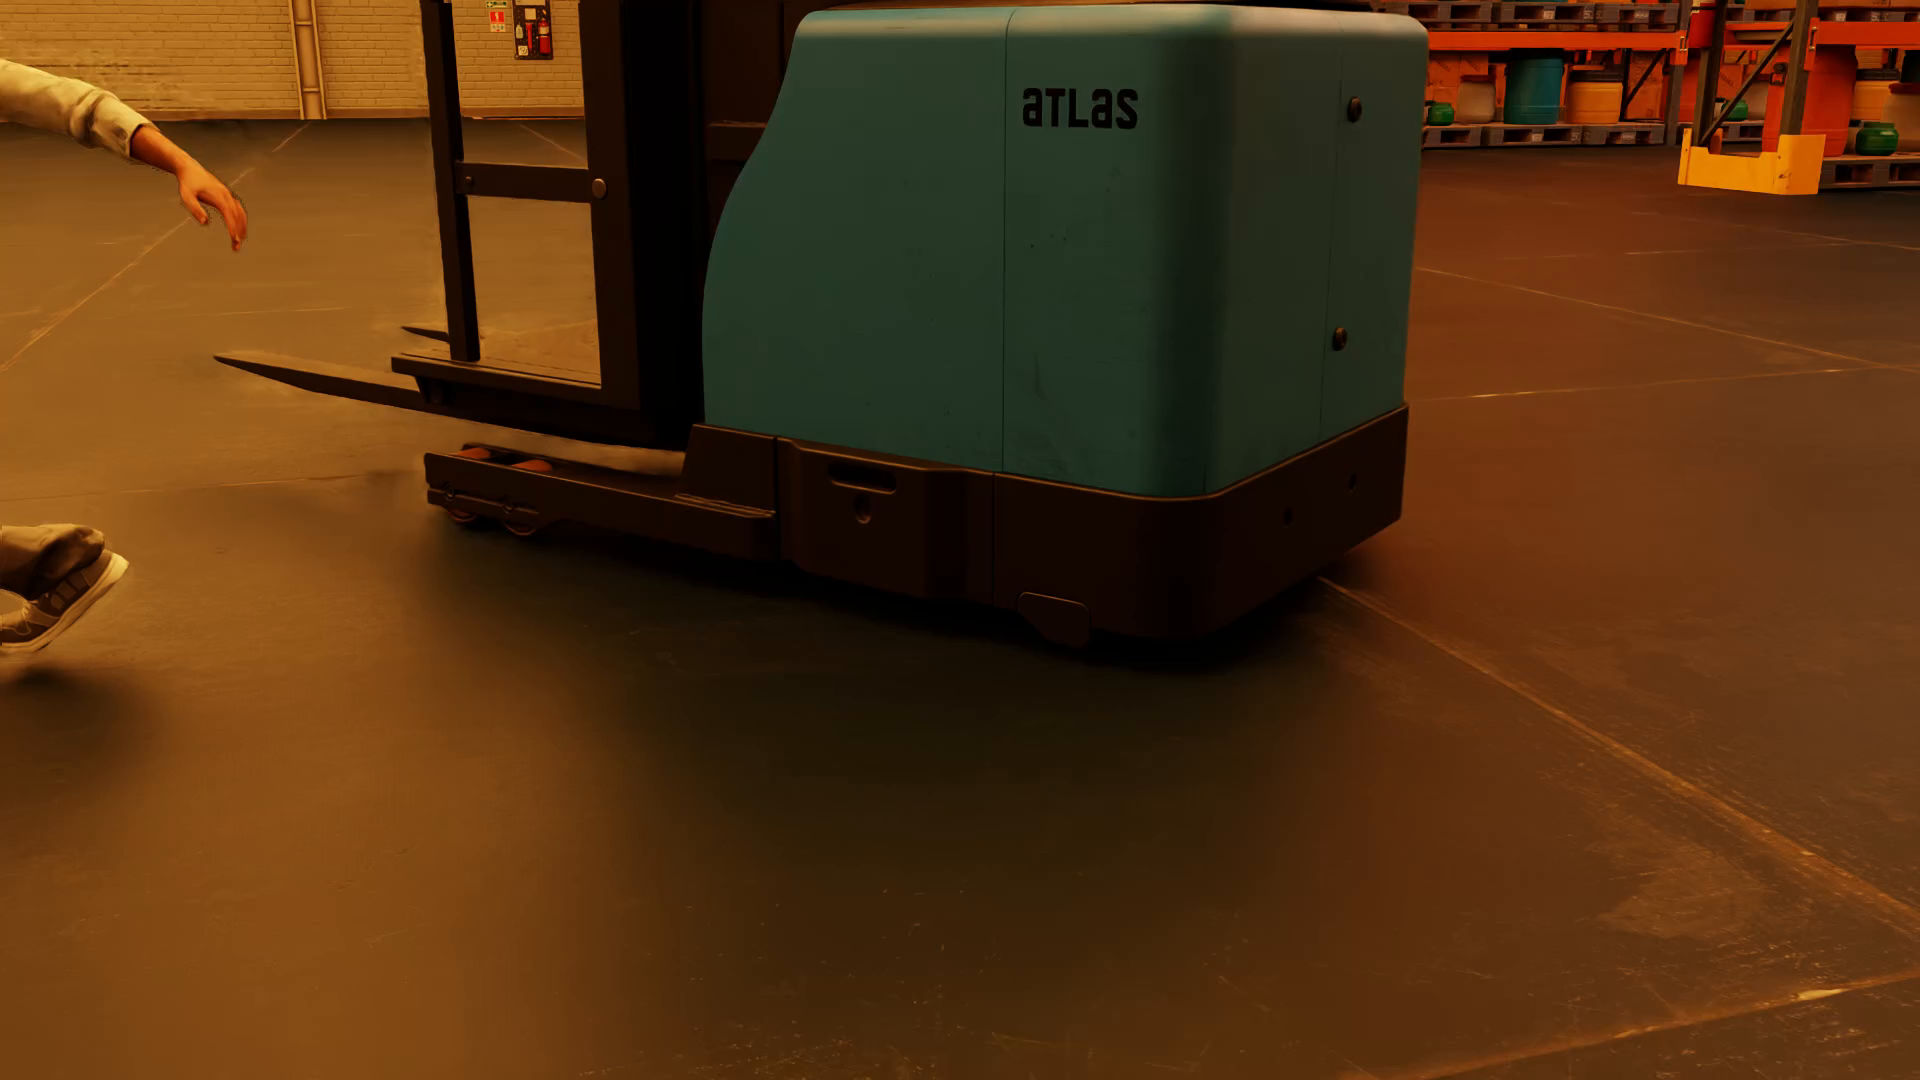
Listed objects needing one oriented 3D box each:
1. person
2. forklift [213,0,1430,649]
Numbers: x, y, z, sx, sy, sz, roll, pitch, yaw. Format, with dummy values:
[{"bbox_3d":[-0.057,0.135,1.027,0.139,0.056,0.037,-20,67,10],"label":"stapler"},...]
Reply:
[{"bbox_3d":[-1.546,-0.323,2.333,0.843,1.308,0.859,8,18,25],"label":"person"},{"bbox_3d":[-0.575,-1.523,3.554,3.031,2.935,1.130,11,20,33],"label":"forklift"}]
